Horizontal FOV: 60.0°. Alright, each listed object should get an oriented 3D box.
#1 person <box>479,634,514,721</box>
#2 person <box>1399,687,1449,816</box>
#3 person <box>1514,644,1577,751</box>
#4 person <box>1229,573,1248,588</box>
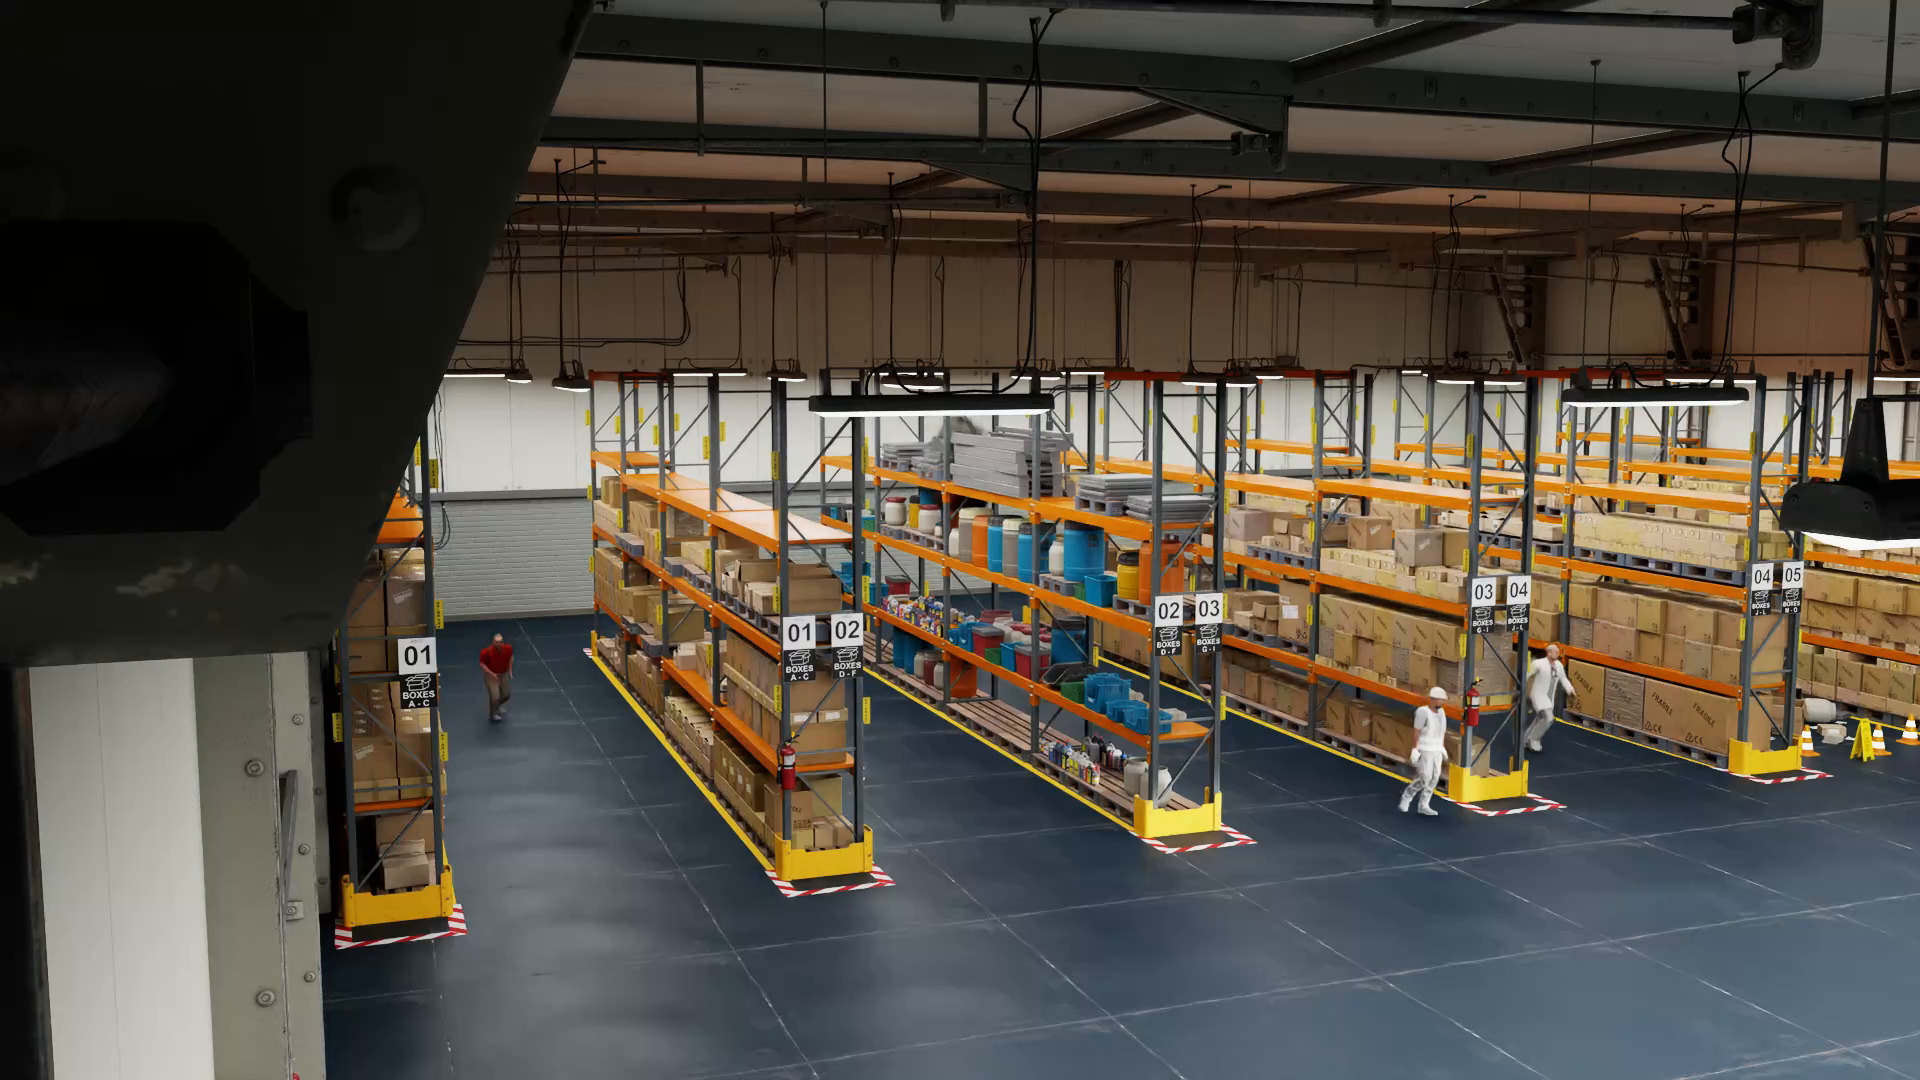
[{"bbox_3d":[-8.035,2.350,28.736,0.639,1.562,0.859,-5,8,-40],"label":"person"},{"bbox_3d":[6.386,2.887,22.840,0.694,1.767,0.497,-5,8,-38],"label":"person"},{"bbox_3d":[9.338,2.508,26.432,0.668,1.731,0.878,-4,8,-32],"label":"person"},{"bbox_3d":[7.075,0.932,41.288,0.776,1.663,0.605,-1,6,-5],"label":"person"}]
